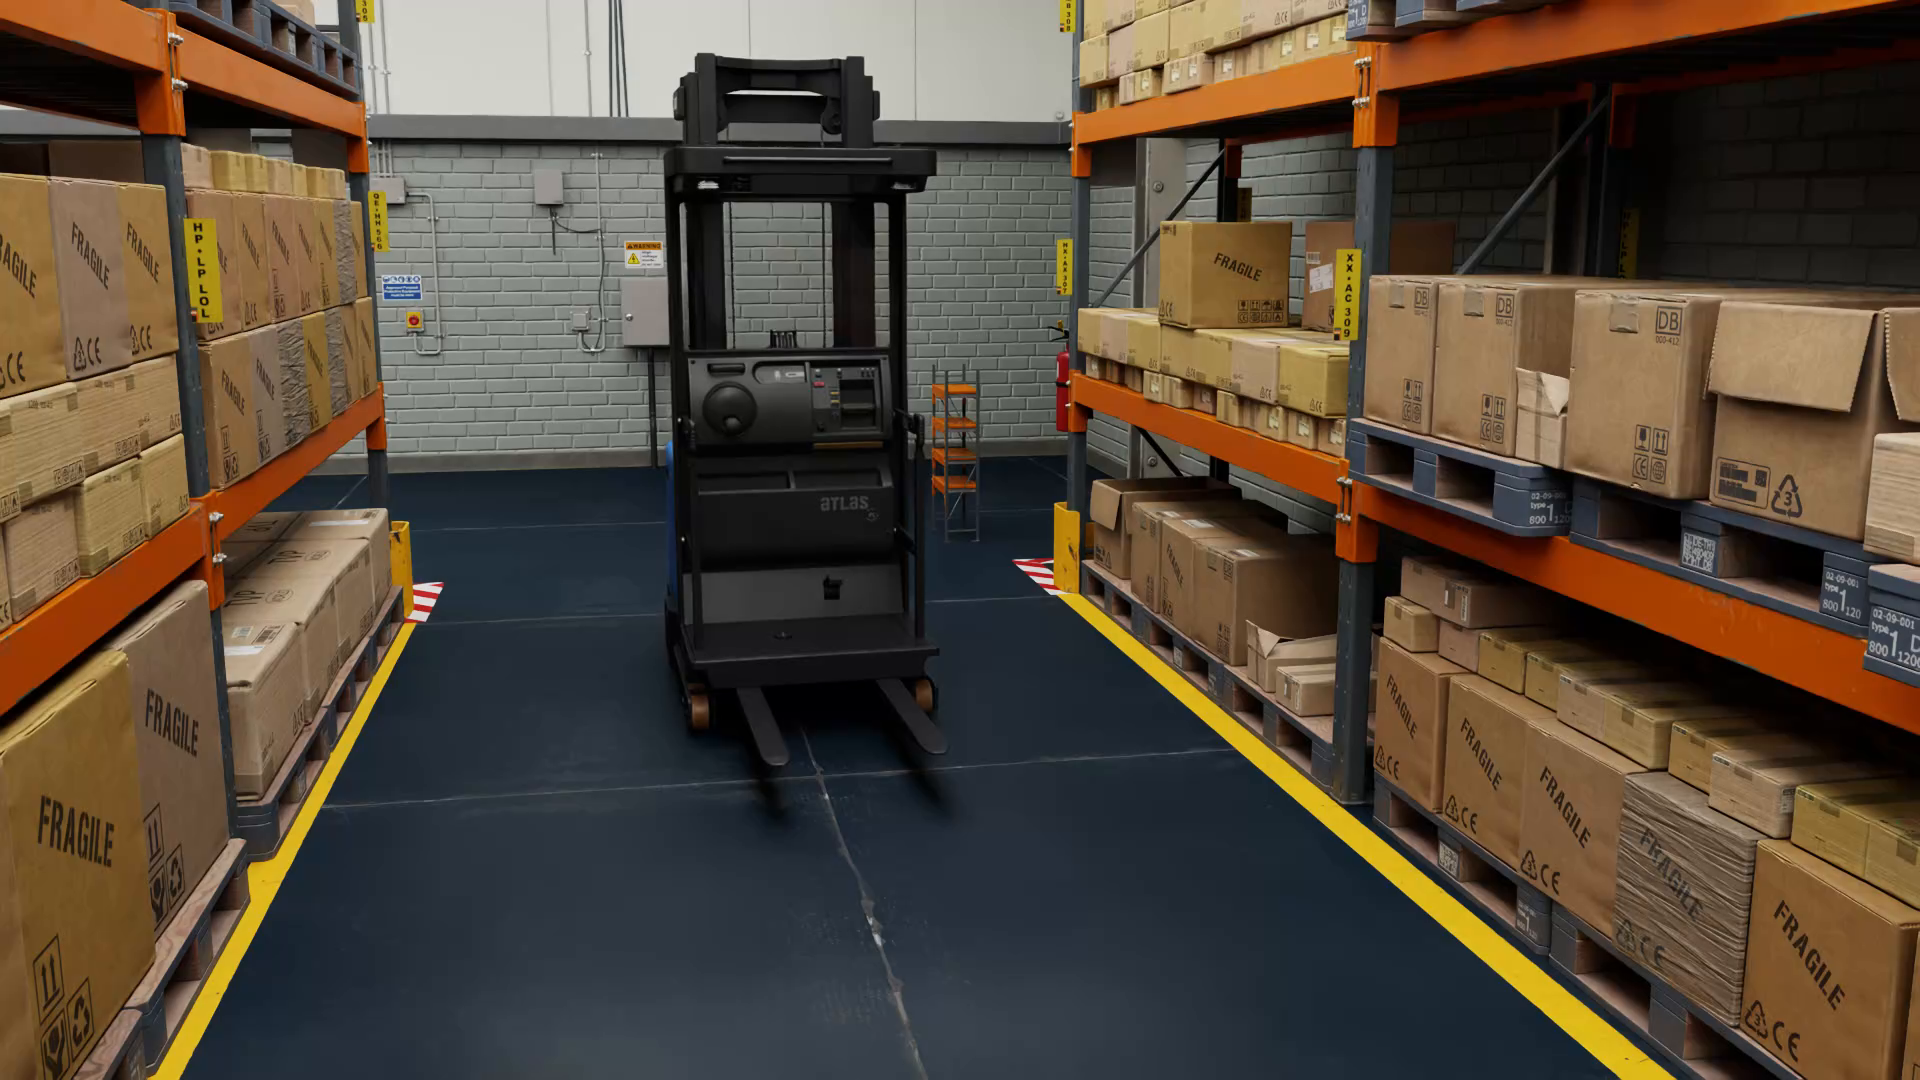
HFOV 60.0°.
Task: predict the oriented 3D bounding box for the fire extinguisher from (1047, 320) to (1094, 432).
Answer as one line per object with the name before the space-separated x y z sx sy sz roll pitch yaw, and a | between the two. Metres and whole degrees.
fire extinguisher | 0.676 -1.005 10.161 0.296 0.674 0.183 -2 11 -11

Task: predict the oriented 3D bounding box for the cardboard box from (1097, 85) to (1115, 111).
cardboard box | 0.992 -2.500 9.457 0.380 0.149 0.250 -2 11 -10

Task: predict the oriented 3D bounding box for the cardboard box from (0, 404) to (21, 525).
cardboard box | -2.280 -0.122 3.379 0.500 0.250 0.500 -2 11 -10

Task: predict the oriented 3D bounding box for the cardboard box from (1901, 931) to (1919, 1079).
cardboard box | 2.334 1.111 3.401 0.500 0.500 0.500 -2 11 -12

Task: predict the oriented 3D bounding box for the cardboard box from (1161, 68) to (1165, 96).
cardboard box | 1.216 -2.264 8.221 0.380 0.149 0.250 -2 11 -12

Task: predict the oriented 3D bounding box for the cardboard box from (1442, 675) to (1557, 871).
cardboard box | 1.923 0.733 5.385 0.500 0.500 0.500 -2 11 -12

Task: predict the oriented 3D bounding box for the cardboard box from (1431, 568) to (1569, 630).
cardboard box | 1.842 0.195 5.679 0.380 0.149 0.250 -3 11 -14

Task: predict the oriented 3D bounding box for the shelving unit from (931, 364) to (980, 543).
shelving unit | -0.032 -0.620 11.744 0.258 1.200 0.503 -2 11 -11

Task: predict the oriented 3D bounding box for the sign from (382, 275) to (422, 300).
sign | -4.889 -2.211 14.567 0.327 0.218 0.001 -2 11 -11

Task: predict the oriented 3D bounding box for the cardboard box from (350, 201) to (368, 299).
cardboard box | -3.383 -1.496 8.591 0.500 0.500 0.500 -2 11 -9

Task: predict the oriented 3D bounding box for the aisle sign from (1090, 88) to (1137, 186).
aisle sign | 0.857 -2.495 9.832 0.394 0.787 0.004 -2 11 -11

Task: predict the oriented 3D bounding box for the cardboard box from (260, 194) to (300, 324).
cardboard box | -2.968 -1.125 6.645 0.500 0.500 0.500 -2 11 -10

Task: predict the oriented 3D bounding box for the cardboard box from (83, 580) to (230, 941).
cardboard box | -2.733 0.647 4.836 0.875 0.875 0.875 -2 11 -9

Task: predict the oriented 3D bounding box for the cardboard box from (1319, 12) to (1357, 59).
cardboard box | 1.576 -1.888 6.244 0.380 0.149 0.250 -2 11 -11

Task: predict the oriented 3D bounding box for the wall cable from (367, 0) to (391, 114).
wall cable | -5.093 -5.015 13.980 0.463 3.000 0.029 -2 11 -11

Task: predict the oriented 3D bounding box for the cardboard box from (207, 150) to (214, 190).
cardboard box | -2.896 -1.320 5.931 0.380 0.149 0.250 -2 11 -12

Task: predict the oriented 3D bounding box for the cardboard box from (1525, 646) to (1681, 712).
cardboard box | 2.002 0.440 5.189 0.380 0.149 0.250 -2 11 -12

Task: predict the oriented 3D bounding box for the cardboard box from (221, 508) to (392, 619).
cardboard box | -3.484 0.135 8.697 0.875 0.438 0.875 -3 11 -13

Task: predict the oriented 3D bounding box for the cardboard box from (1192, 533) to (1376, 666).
cardboard box | 1.514 0.269 7.821 0.700 0.500 0.500 -3 11 -13

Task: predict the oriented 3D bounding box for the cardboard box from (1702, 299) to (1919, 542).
cardboard box | 2.215 -0.299 3.845 0.797 0.503 0.637 -2 11 -12

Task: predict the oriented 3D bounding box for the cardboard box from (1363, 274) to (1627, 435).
cardboard box | 1.811 -0.641 5.653 0.700 0.500 0.500 -2 11 -10

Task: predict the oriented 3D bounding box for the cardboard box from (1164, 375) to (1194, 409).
cardboard box | 1.226 -0.737 8.219 0.380 0.149 0.250 -2 11 -10

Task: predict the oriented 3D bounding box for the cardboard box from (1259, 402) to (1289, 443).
cardboard box | 1.480 -0.502 6.986 0.380 0.149 0.250 -2 11 -10

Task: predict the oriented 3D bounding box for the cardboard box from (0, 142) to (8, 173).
cardboard box | -3.304 -1.205 5.331 0.380 0.149 0.250 -2 11 -12

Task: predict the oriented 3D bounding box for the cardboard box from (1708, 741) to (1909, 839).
cardboard box | 2.139 0.628 4.201 0.380 0.149 0.250 -3 11 -14

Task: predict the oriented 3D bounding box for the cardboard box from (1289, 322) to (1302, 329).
cardboard box | 1.800 -0.933 8.180 0.500 0.250 0.500 -2 11 -11

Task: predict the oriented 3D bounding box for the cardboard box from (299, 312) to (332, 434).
cardboard box | -3.051 -0.725 7.214 0.500 0.500 0.500 -2 11 -9

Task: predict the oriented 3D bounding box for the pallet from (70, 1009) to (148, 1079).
pallet | -2.467 1.431 3.612 1.003 0.211 1.213 -2 11 -11

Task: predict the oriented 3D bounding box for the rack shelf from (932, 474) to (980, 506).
rack shelf | -0.032 -0.359 11.794 0.258 0.148 0.480 -2 11 -11

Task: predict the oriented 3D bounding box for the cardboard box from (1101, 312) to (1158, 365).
cardboard box | 1.080 -1.103 9.077 0.500 0.250 0.500 -2 11 -10

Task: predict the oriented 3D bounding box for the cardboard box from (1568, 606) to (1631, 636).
cardboard box | 2.347 0.325 5.792 0.380 0.149 0.250 -2 11 -11

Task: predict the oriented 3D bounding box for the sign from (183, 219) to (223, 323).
sign | -2.402 -0.853 5.271 0.100 0.325 0.005 -2 11 -11

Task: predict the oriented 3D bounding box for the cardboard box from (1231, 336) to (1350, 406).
cardboard box | 1.486 -0.731 7.121 0.500 0.250 0.500 -2 11 -11

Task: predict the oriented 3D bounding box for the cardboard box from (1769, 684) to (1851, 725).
cardboard box | 2.584 0.513 4.806 0.380 0.149 0.250 -2 11 -10

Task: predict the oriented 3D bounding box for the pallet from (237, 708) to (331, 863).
pallet | -3.003 0.926 6.267 1.003 0.211 1.213 -2 11 -11

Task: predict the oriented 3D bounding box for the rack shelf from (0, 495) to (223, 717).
rack shelf | -2.543 0.419 3.399 1.077 0.370 4.000 -2 11 -11

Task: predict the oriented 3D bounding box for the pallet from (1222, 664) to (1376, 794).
pallet | 1.803 0.761 7.133 1.003 0.211 1.213 -2 11 -11

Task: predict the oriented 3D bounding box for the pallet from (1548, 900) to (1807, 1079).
pallet | 2.372 1.259 4.517 1.003 0.211 1.213 -2 11 -11

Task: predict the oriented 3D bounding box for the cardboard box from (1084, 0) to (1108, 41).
cardboard box | 0.998 -2.917 9.248 0.500 0.250 0.500 -2 11 -12

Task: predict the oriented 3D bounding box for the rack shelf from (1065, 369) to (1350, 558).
rack shelf | 1.547 -0.496 8.205 1.077 0.370 4.000 -2 11 -11

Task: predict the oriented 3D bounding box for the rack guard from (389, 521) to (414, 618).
rack guard | -3.715 0.188 9.370 1.175 0.500 0.348 -2 11 -11

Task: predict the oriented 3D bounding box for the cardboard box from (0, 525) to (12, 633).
cardboard box | -2.315 0.126 3.411 0.500 0.250 0.500 -2 11 -11

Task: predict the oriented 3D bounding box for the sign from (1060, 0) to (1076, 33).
sign | 0.626 -3.100 9.599 0.100 0.325 0.005 -2 11 -11

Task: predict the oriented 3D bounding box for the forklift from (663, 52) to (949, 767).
forklift | -0.724 -0.679 7.424 1.130 2.935 3.031 -3 11 -13

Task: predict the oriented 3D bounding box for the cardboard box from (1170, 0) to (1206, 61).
cardboard box | 1.306 -2.390 7.816 0.500 0.250 0.500 -2 11 -12

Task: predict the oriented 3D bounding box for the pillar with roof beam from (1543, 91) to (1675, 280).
pillar with roof beam | -1.538 -3.434 5.670 9.100 9.000 0.400 -2 11 -11

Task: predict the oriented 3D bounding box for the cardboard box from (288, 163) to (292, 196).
cardboard box | -3.109 -1.555 7.166 0.380 0.149 0.250 -2 11 -9

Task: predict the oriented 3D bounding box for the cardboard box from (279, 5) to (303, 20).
cardboard box | -3.374 -2.488 8.002 0.380 0.149 0.250 -3 11 -15

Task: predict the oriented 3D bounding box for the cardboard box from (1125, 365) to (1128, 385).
cardboard box | 1.133 -0.931 9.237 0.380 0.149 0.250 -2 11 -12

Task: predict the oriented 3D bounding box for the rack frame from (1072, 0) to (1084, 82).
rack frame | 1.158 -4.164 9.504 1.000 3.000 0.127 -2 11 -11

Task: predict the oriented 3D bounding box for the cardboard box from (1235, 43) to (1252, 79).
cardboard box | 1.422 -2.078 7.241 0.380 0.149 0.250 -2 11 -9
